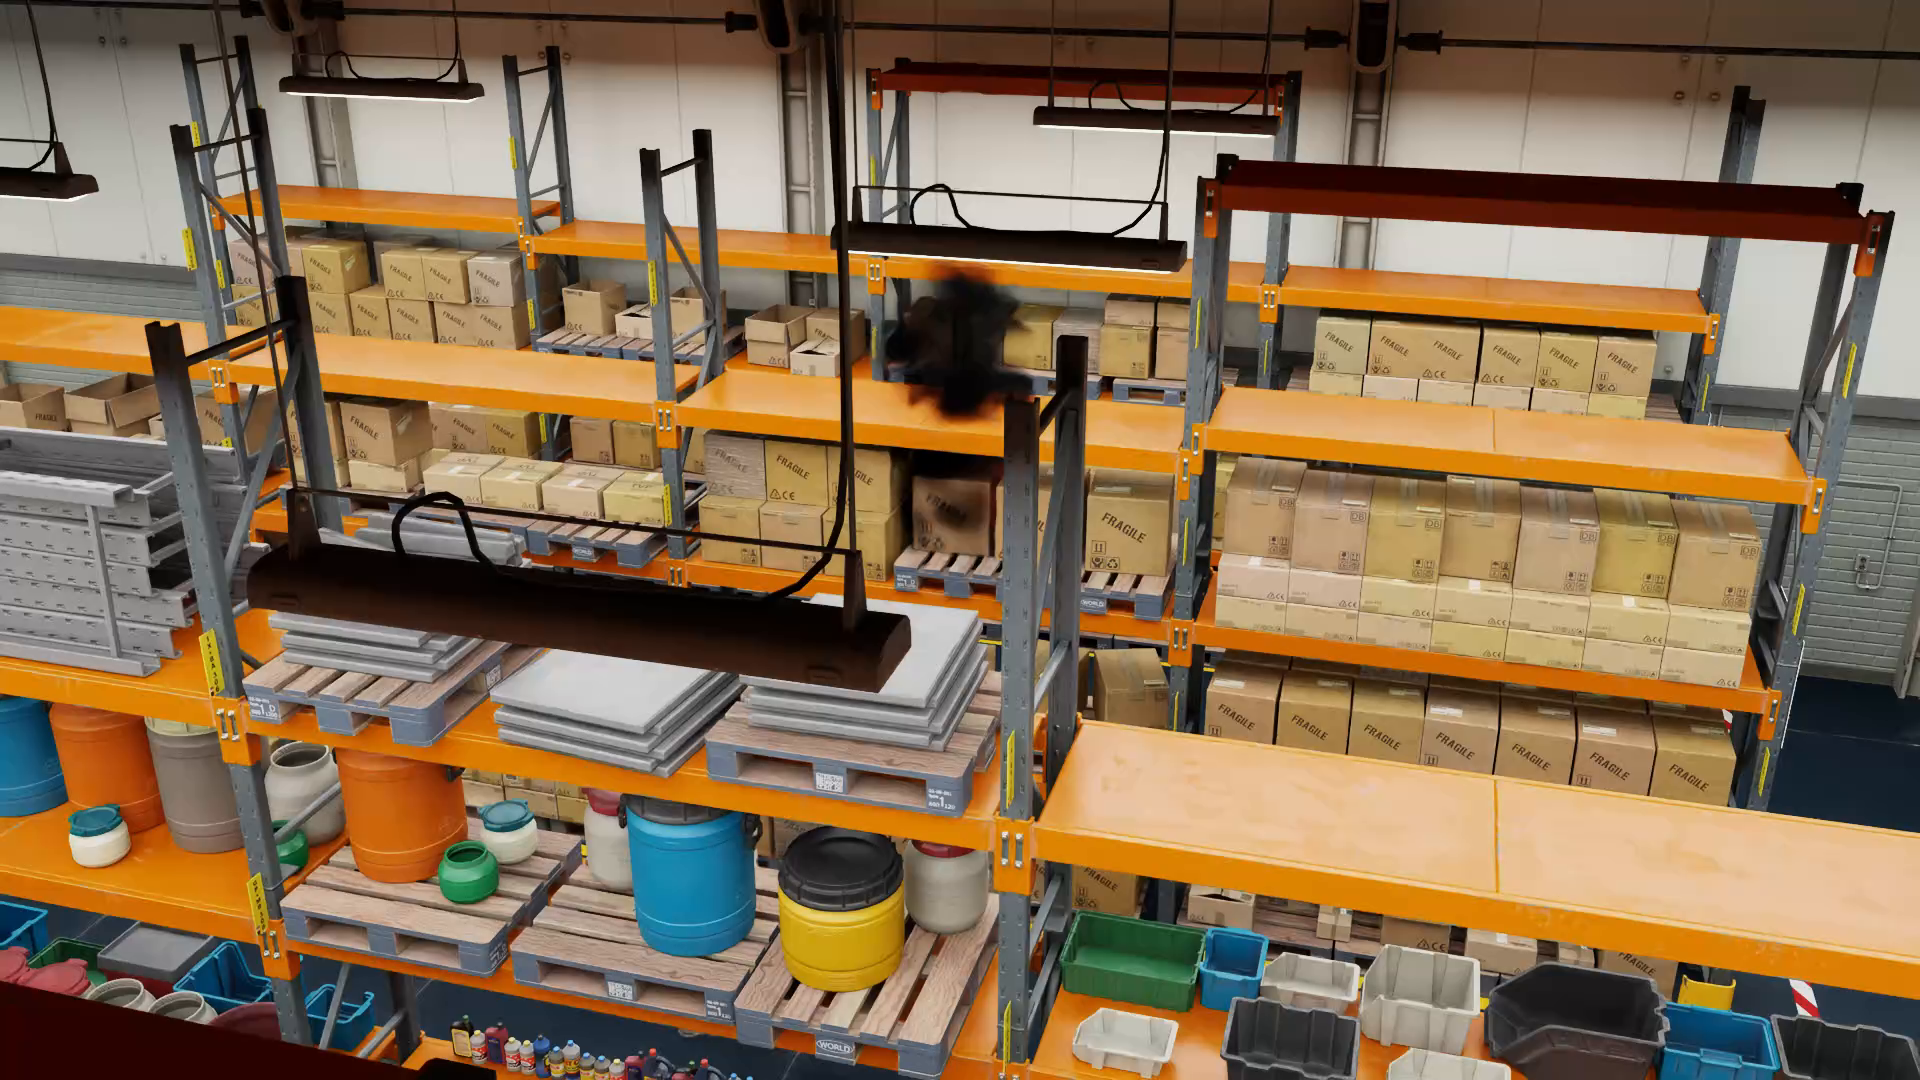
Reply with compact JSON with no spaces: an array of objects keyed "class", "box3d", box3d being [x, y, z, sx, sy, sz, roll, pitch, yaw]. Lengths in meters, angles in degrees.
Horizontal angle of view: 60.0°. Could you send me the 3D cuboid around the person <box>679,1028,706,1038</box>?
[{"class":"person","box3d":[-1.558,2.666,11.382,0.820,1.705,0.589,3,23,8]}]
